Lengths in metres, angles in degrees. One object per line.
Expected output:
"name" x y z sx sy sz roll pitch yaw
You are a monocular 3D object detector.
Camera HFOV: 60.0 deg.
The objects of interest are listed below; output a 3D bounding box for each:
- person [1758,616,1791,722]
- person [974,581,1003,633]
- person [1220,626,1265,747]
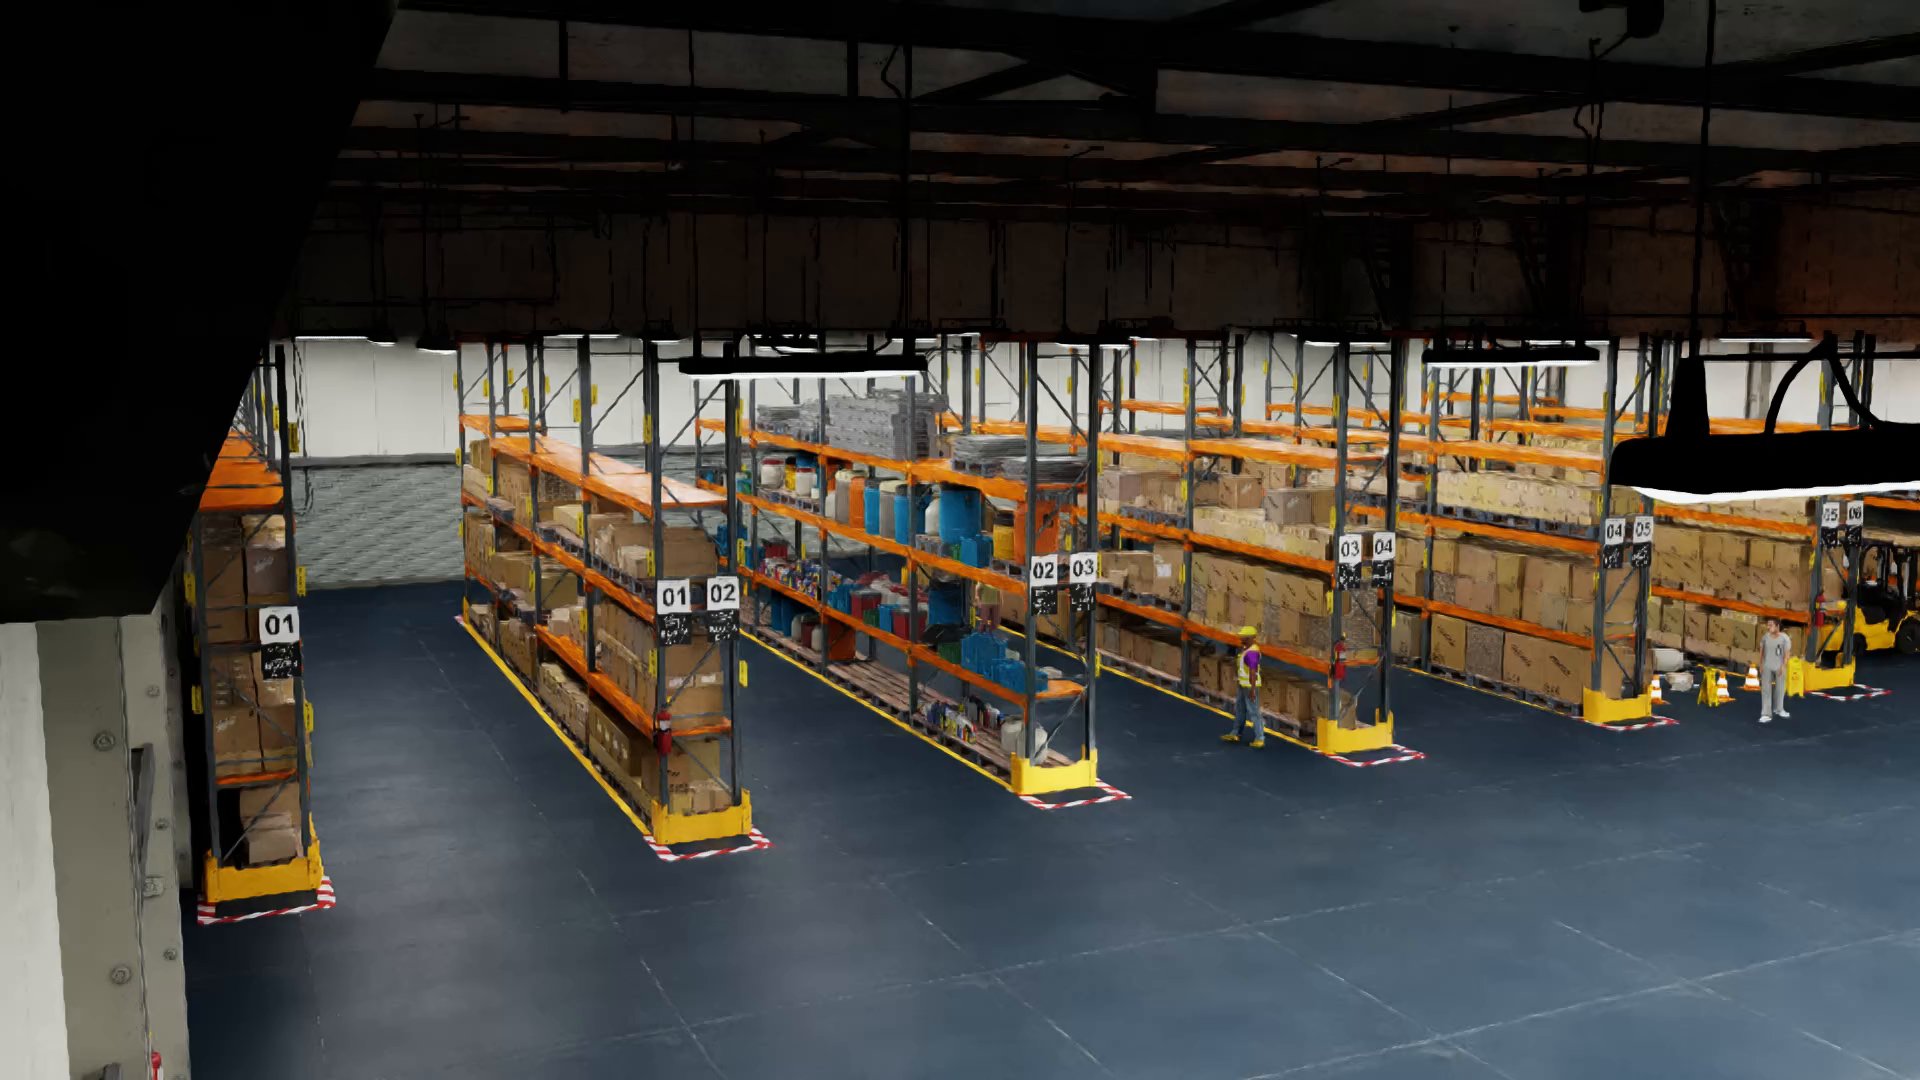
"person" 12.787 2.025 26.088 0.484 1.620 0.701 5 9 33
"person" 0.559 1.224 32.049 0.598 1.619 0.507 -4 9 -26
"person" 4.196 2.136 24.635 0.617 1.760 0.783 0 8 -2
